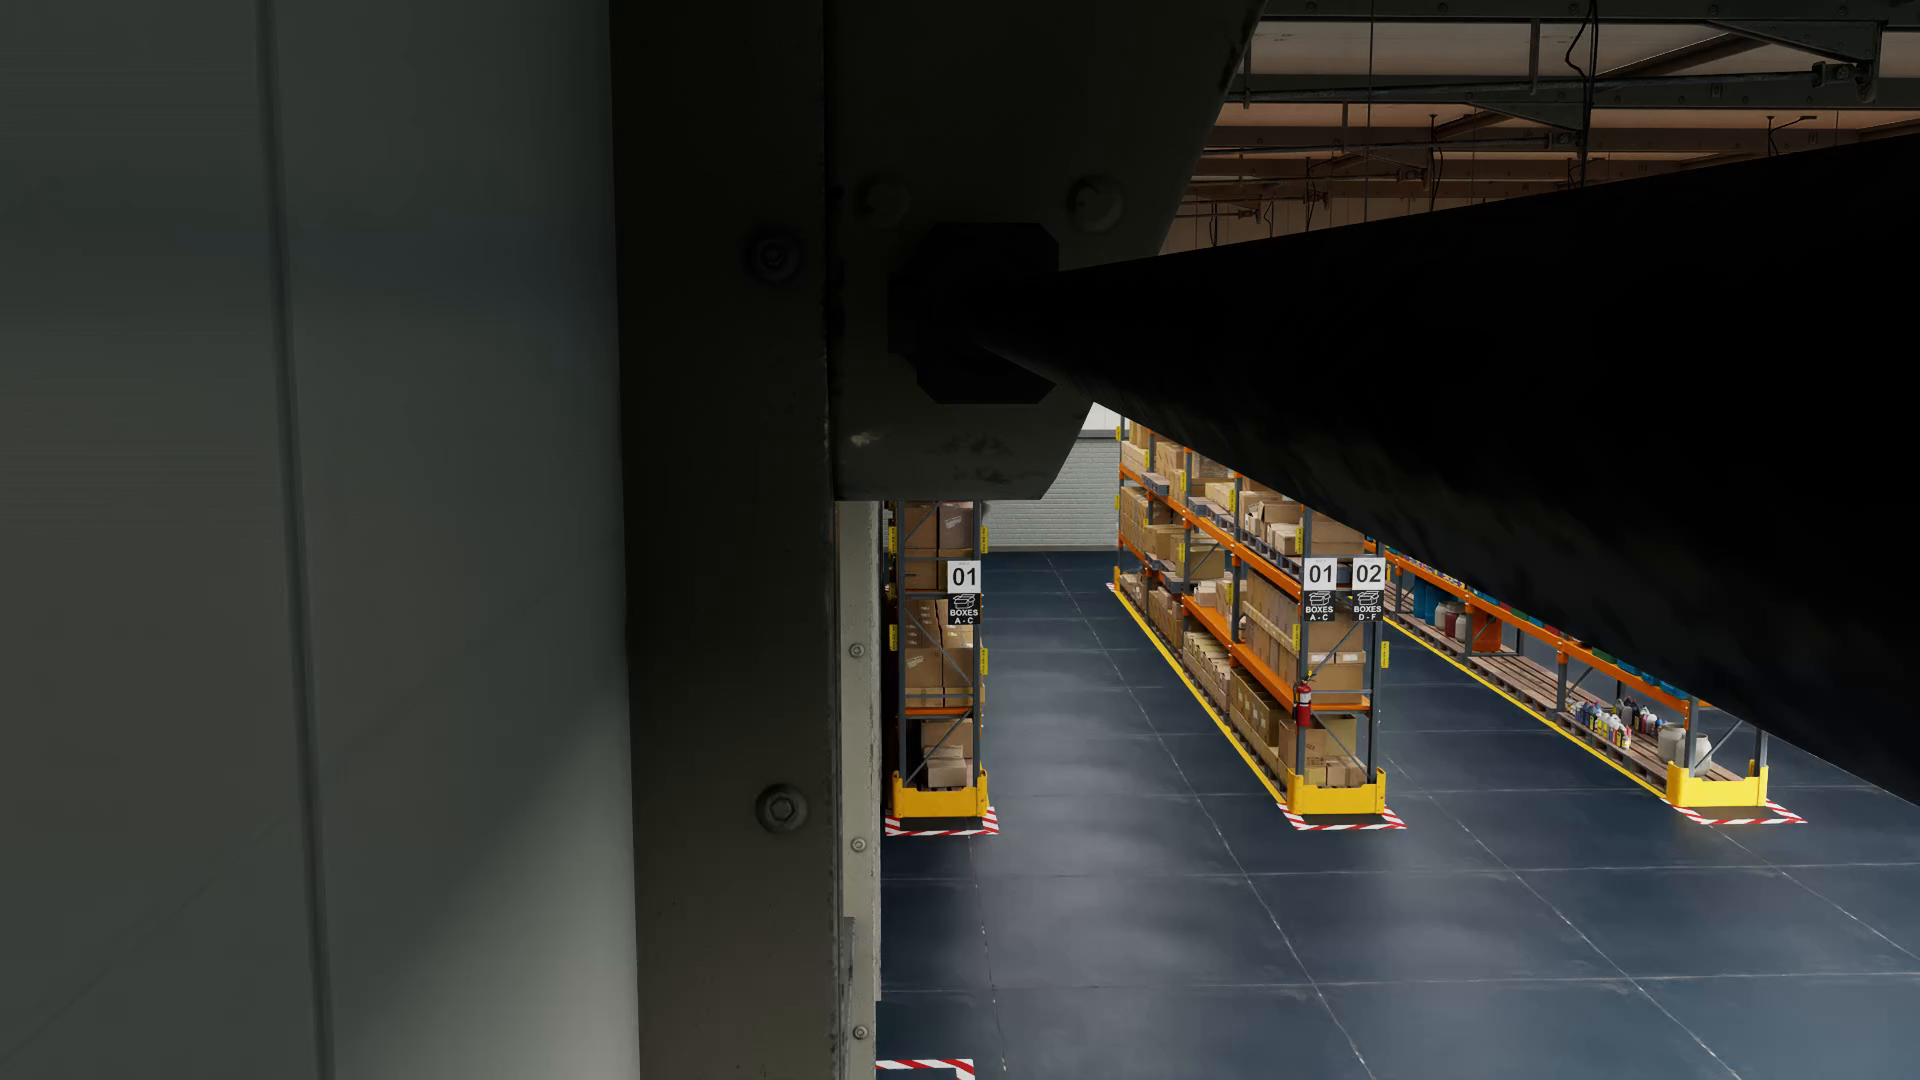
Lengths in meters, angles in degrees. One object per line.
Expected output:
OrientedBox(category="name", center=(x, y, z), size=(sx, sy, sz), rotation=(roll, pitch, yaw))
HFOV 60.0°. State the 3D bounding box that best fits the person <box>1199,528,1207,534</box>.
OrientedBox(category="person", center=(5.524, 0.195, 36.952), size=(0.751, 1.651, 0.630), rotation=(5, 10, 32))
